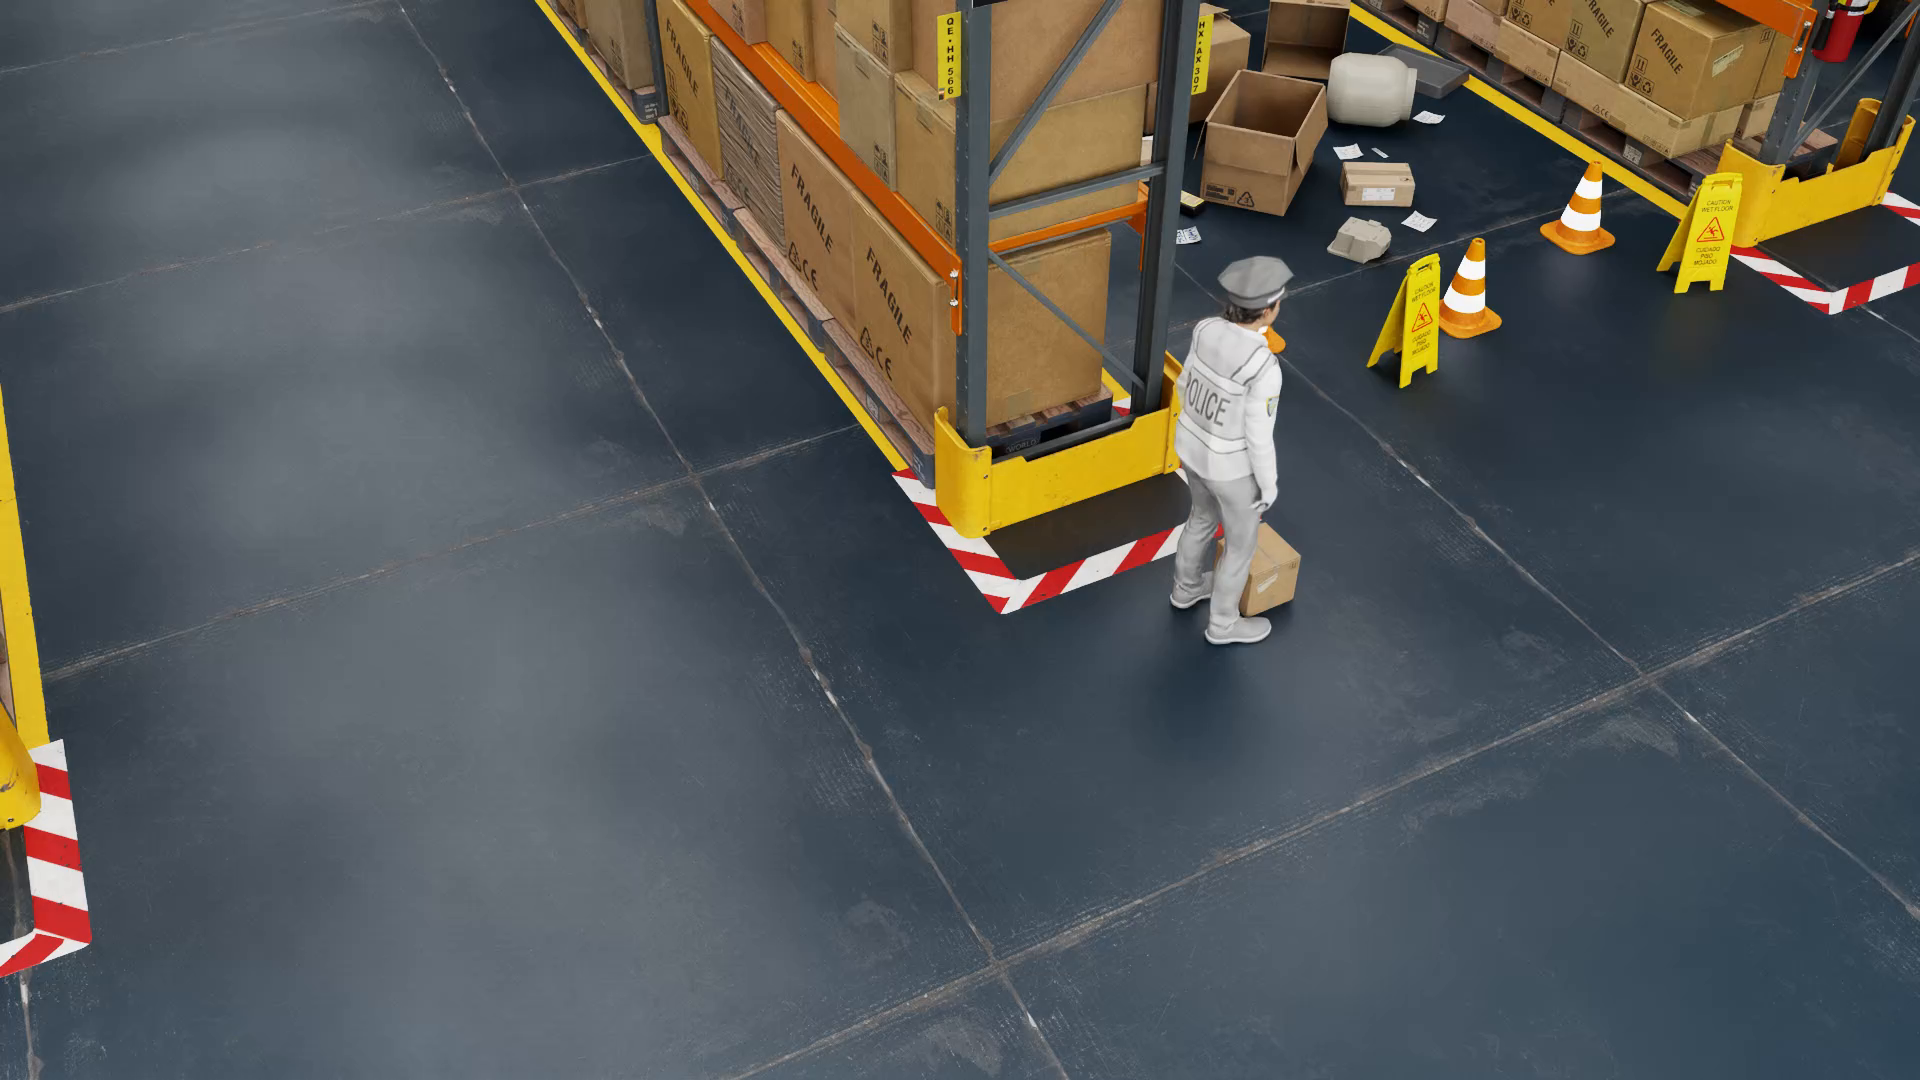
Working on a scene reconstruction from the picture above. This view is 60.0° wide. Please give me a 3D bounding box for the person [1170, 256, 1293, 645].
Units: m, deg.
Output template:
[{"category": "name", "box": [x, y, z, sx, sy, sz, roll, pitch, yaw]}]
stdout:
[{"category": "person", "box": [1.045, -0.325, 6.524, 0.374, 1.662, 0.540, -22, 46, -23]}]
